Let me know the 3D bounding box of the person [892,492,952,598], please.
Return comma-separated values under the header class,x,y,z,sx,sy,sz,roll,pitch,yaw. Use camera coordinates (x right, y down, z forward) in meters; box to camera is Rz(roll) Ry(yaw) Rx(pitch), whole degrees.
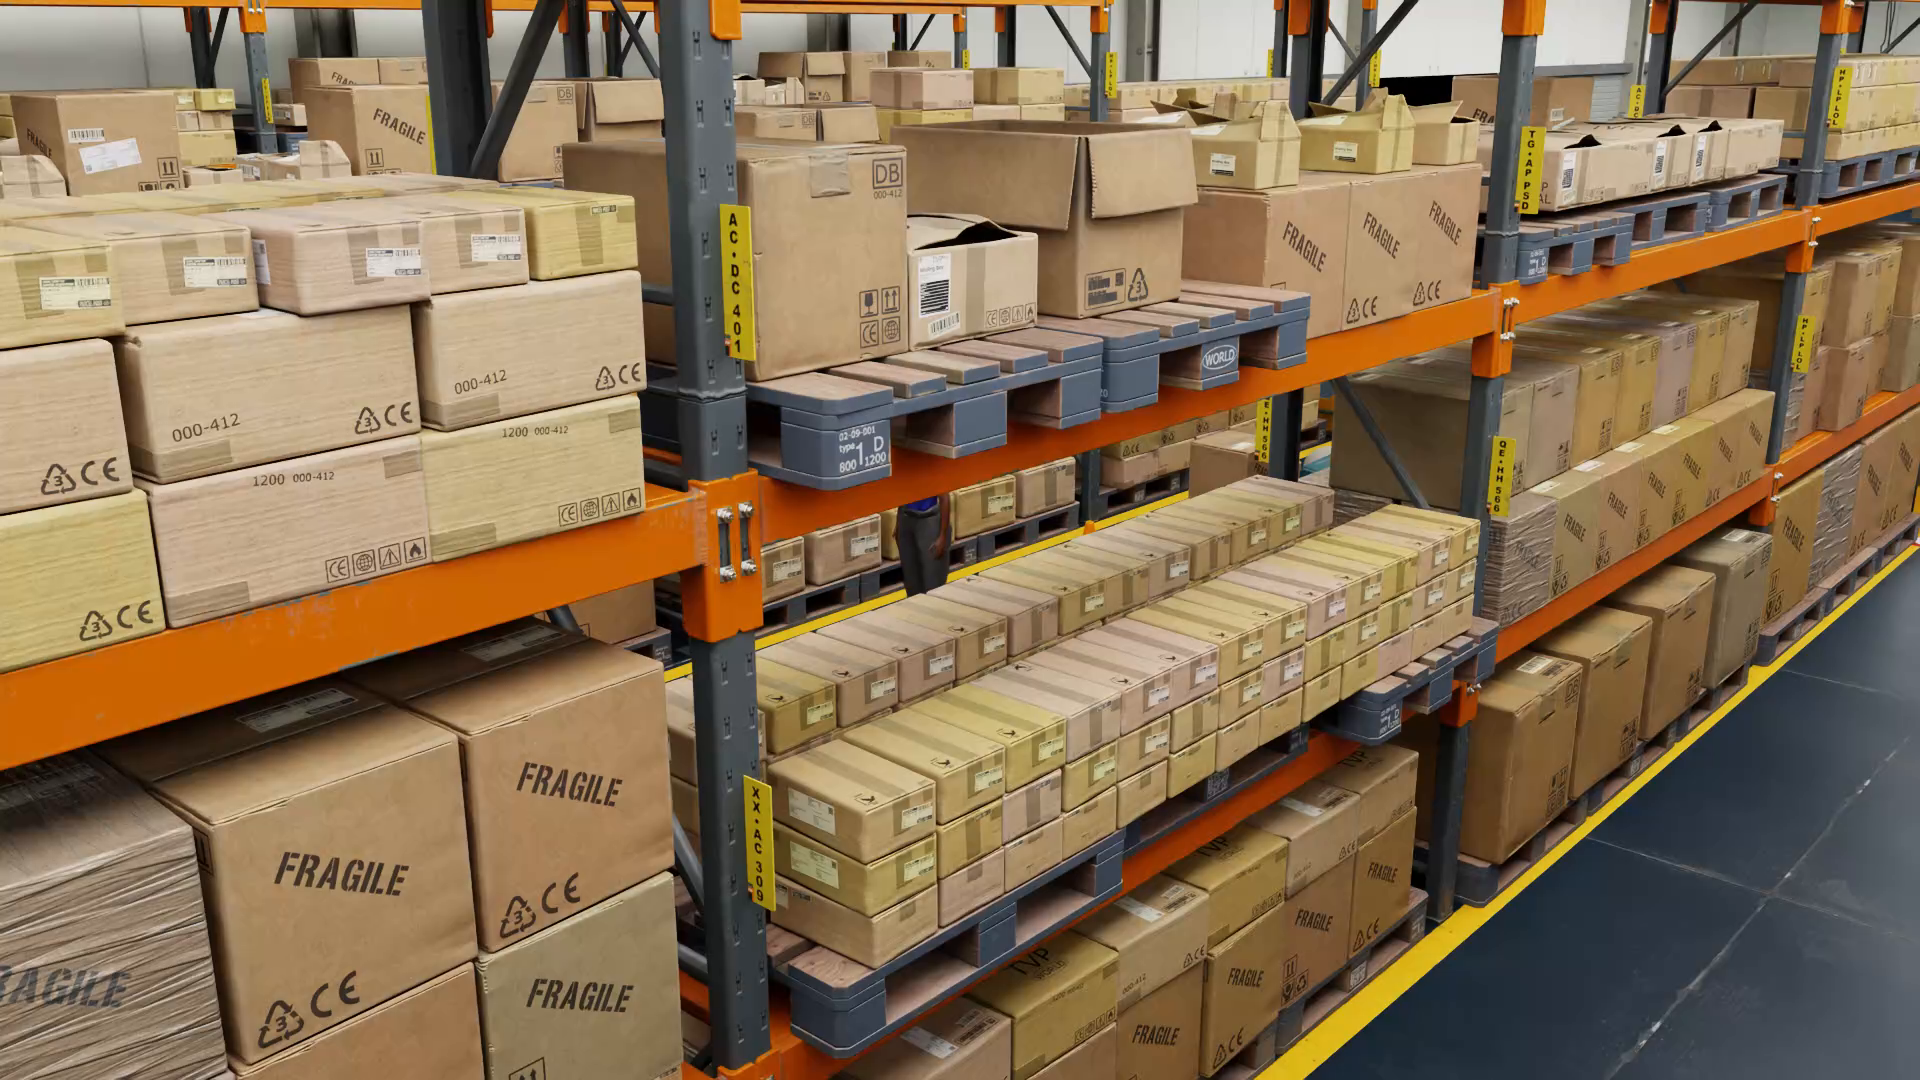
class,x,y,z,sx,sy,sz,roll,pitch,yaw
person,-0.240,-0.056,10.218,0.348,1.667,0.514,-14,22,-38
